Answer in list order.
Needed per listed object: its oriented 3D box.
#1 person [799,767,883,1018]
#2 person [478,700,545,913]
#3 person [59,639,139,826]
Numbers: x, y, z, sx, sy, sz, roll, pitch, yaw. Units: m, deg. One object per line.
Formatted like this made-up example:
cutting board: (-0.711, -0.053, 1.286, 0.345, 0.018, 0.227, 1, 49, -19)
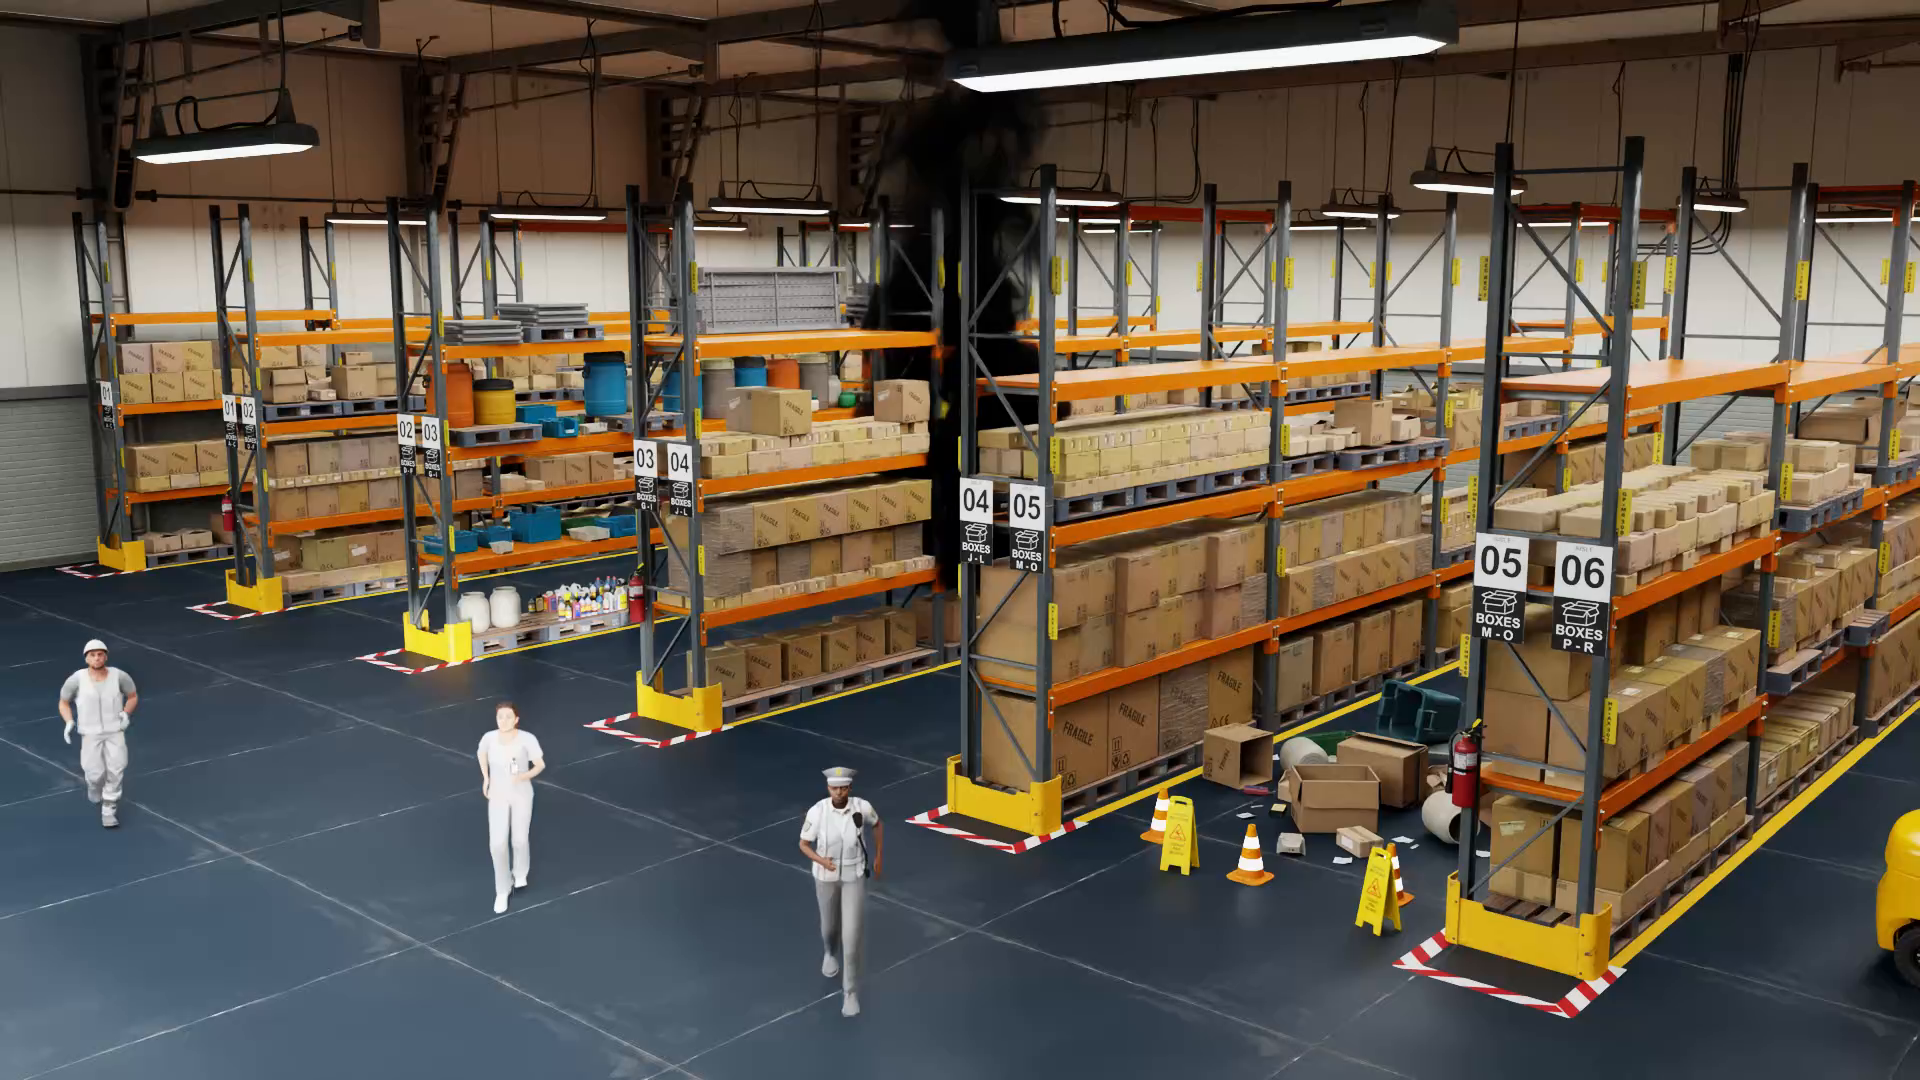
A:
person: (-0.838, 2.411, 11.774, 0.596, 1.728, 0.809, -1, 9, -4)
person: (-3.640, 2.134, 13.519, 0.553, 1.721, 0.747, -2, 10, -10)
person: (-7.935, 1.776, 15.391, 0.657, 1.738, 0.573, -6, 11, -31)
